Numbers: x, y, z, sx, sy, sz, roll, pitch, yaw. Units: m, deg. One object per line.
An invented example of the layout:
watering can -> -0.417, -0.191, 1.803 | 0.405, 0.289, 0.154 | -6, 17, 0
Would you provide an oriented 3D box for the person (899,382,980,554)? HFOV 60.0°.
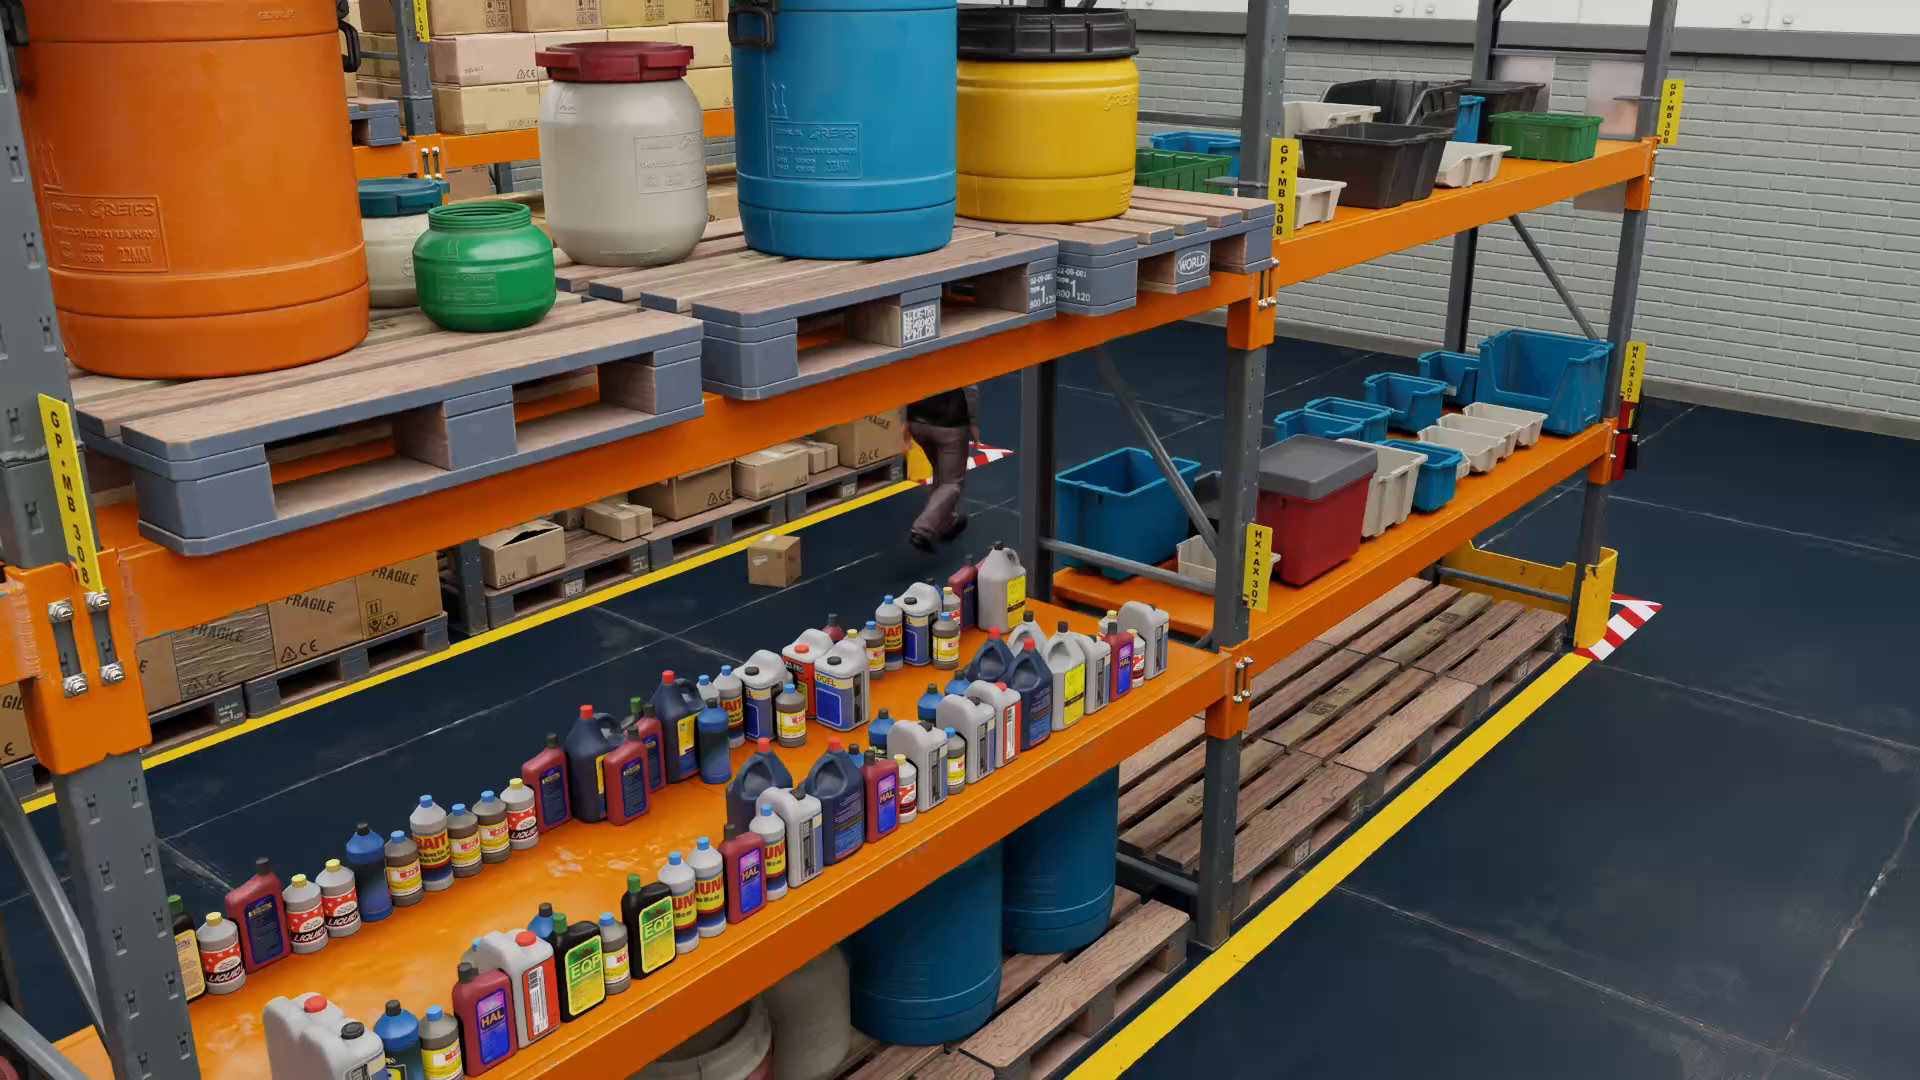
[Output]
person -> -0.142, -0.731, 10.620 | 0.531, 1.690, 0.955 | 11, 23, 28
